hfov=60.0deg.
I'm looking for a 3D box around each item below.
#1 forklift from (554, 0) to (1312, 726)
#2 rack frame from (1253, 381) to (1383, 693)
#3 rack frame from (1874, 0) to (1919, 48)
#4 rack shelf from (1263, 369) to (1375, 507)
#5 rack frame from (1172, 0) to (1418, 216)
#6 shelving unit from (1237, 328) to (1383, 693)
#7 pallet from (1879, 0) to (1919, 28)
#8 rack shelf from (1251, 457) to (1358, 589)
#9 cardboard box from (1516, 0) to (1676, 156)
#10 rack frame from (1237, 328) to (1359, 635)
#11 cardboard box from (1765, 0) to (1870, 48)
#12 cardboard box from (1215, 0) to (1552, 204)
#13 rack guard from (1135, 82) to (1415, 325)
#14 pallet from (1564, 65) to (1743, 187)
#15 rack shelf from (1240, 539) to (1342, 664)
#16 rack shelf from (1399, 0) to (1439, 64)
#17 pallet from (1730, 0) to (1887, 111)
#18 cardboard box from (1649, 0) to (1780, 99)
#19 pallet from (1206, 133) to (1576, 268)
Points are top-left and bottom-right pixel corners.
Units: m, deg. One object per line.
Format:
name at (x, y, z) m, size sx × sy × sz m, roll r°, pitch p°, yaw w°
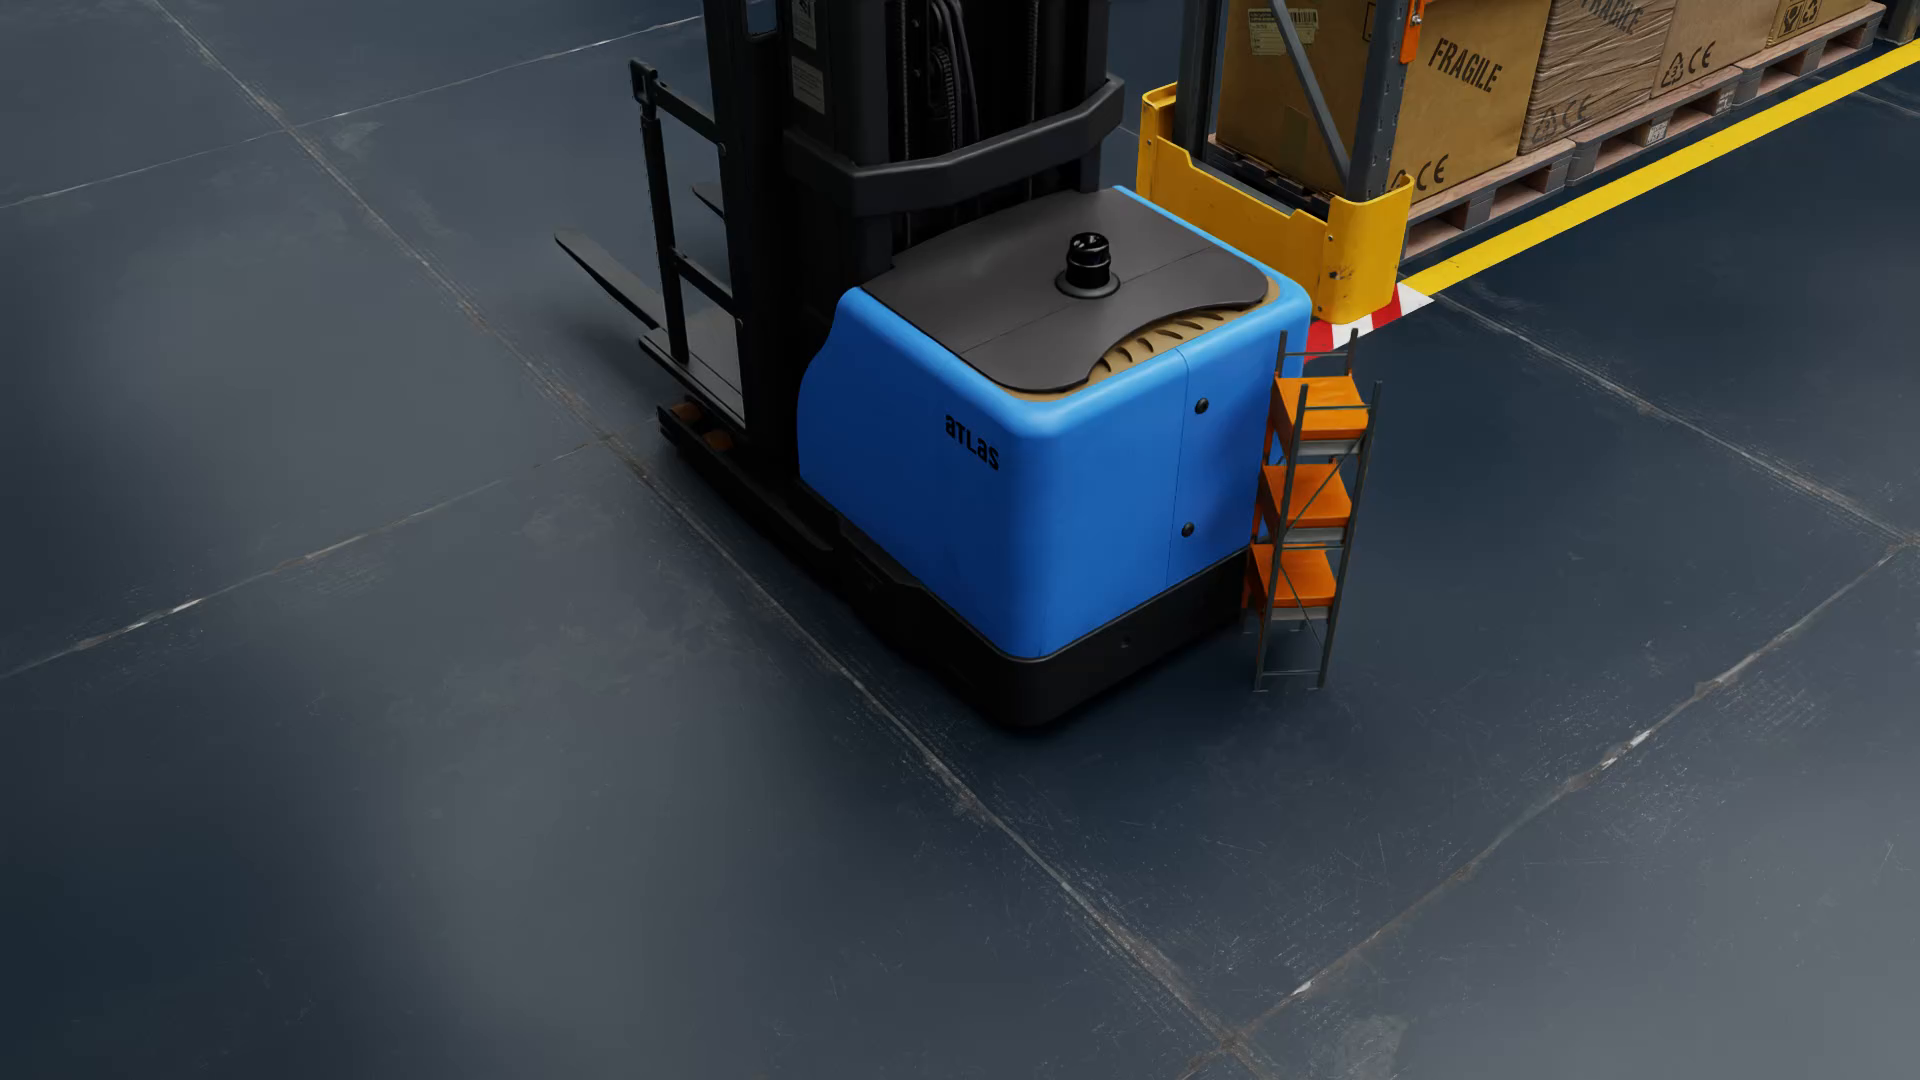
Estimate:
forklift at (-0.355, -1.506, 4.775) m, size 1.130 × 2.935 × 3.031 m, roll -26°, pitch 46°, yaw -28°
rack frame at (0.932, 0.023, 4.394) m, size 0.200 × 1.050 × 0.008 m, roll -2°, pitch 39°, yaw -2°
rack frame at (4.382, -3.864, 7.596) m, size 0.127 × 3.000 × 1.000 m, roll -26°, pitch 46°, yaw -28°
rack shelf at (0.926, -0.265, 4.315) m, size 0.215 × 0.259 × 0.240 m, roll -2°, pitch 39°, yaw -2°
rack frame at (1.210, -2.319, 5.711) m, size 0.127 × 3.000 × 1.000 m, roll -26°, pitch 46°, yaw -28°
shelving unit at (0.926, -0.054, 4.488) m, size 0.215 × 1.050 × 0.252 m, roll -2°, pitch 39°, yaw -2°
pallet at (4.948, -3.122, 8.890) m, size 1.213 × 0.211 × 1.003 m, roll -26°, pitch 46°, yaw -28°
rack shelf at (0.926, -0.046, 4.494) m, size 0.215 × 0.259 × 0.240 m, roll -2°, pitch 39°, yaw -2°
cardboard box at (2.390, -2.299, 7.031) m, size 0.875 × 0.875 × 0.875 m, roll -26°, pitch 46°, yaw -28°
rack frame at (0.919, -0.131, 4.582) m, size 0.200 × 1.050 × 0.008 m, roll -2°, pitch 39°, yaw -2°
cardboard box at (3.810, -2.991, 7.875) m, size 0.875 × 0.875 × 0.875 m, roll -26°, pitch 46°, yaw -28°
cardboard box at (1.669, -1.947, 6.603) m, size 0.875 × 0.875 × 0.875 m, roll -26°, pitch 46°, yaw -28°
rack guard at (1.191, -1.343, 6.493) m, size 0.348 × 0.500 × 1.175 m, roll -26°, pitch 46°, yaw -28°
pallet at (2.763, -2.058, 7.592) m, size 1.213 × 0.211 × 1.003 m, roll -26°, pitch 46°, yaw -28°
rack shelf at (0.925, 0.169, 4.671) m, size 0.215 × 0.259 × 0.240 m, roll -2°, pitch 39°, yaw -2°
rack shelf at (2.796, -2.813, 6.882) m, size 4.000 × 0.370 × 1.077 m, roll -26°, pitch 46°, yaw -28°
pallet at (3.731, -2.532, 8.170) m, size 1.213 × 0.211 × 1.003 m, roll -26°, pitch 46°, yaw -28°
cardboard box at (3.096, -2.643, 7.451) m, size 0.875 × 0.875 × 0.875 m, roll -26°, pitch 46°, yaw -28°
pallet at (1.796, -1.589, 7.020) m, size 1.213 × 0.211 × 1.003 m, roll -26°, pitch 46°, yaw -28°
